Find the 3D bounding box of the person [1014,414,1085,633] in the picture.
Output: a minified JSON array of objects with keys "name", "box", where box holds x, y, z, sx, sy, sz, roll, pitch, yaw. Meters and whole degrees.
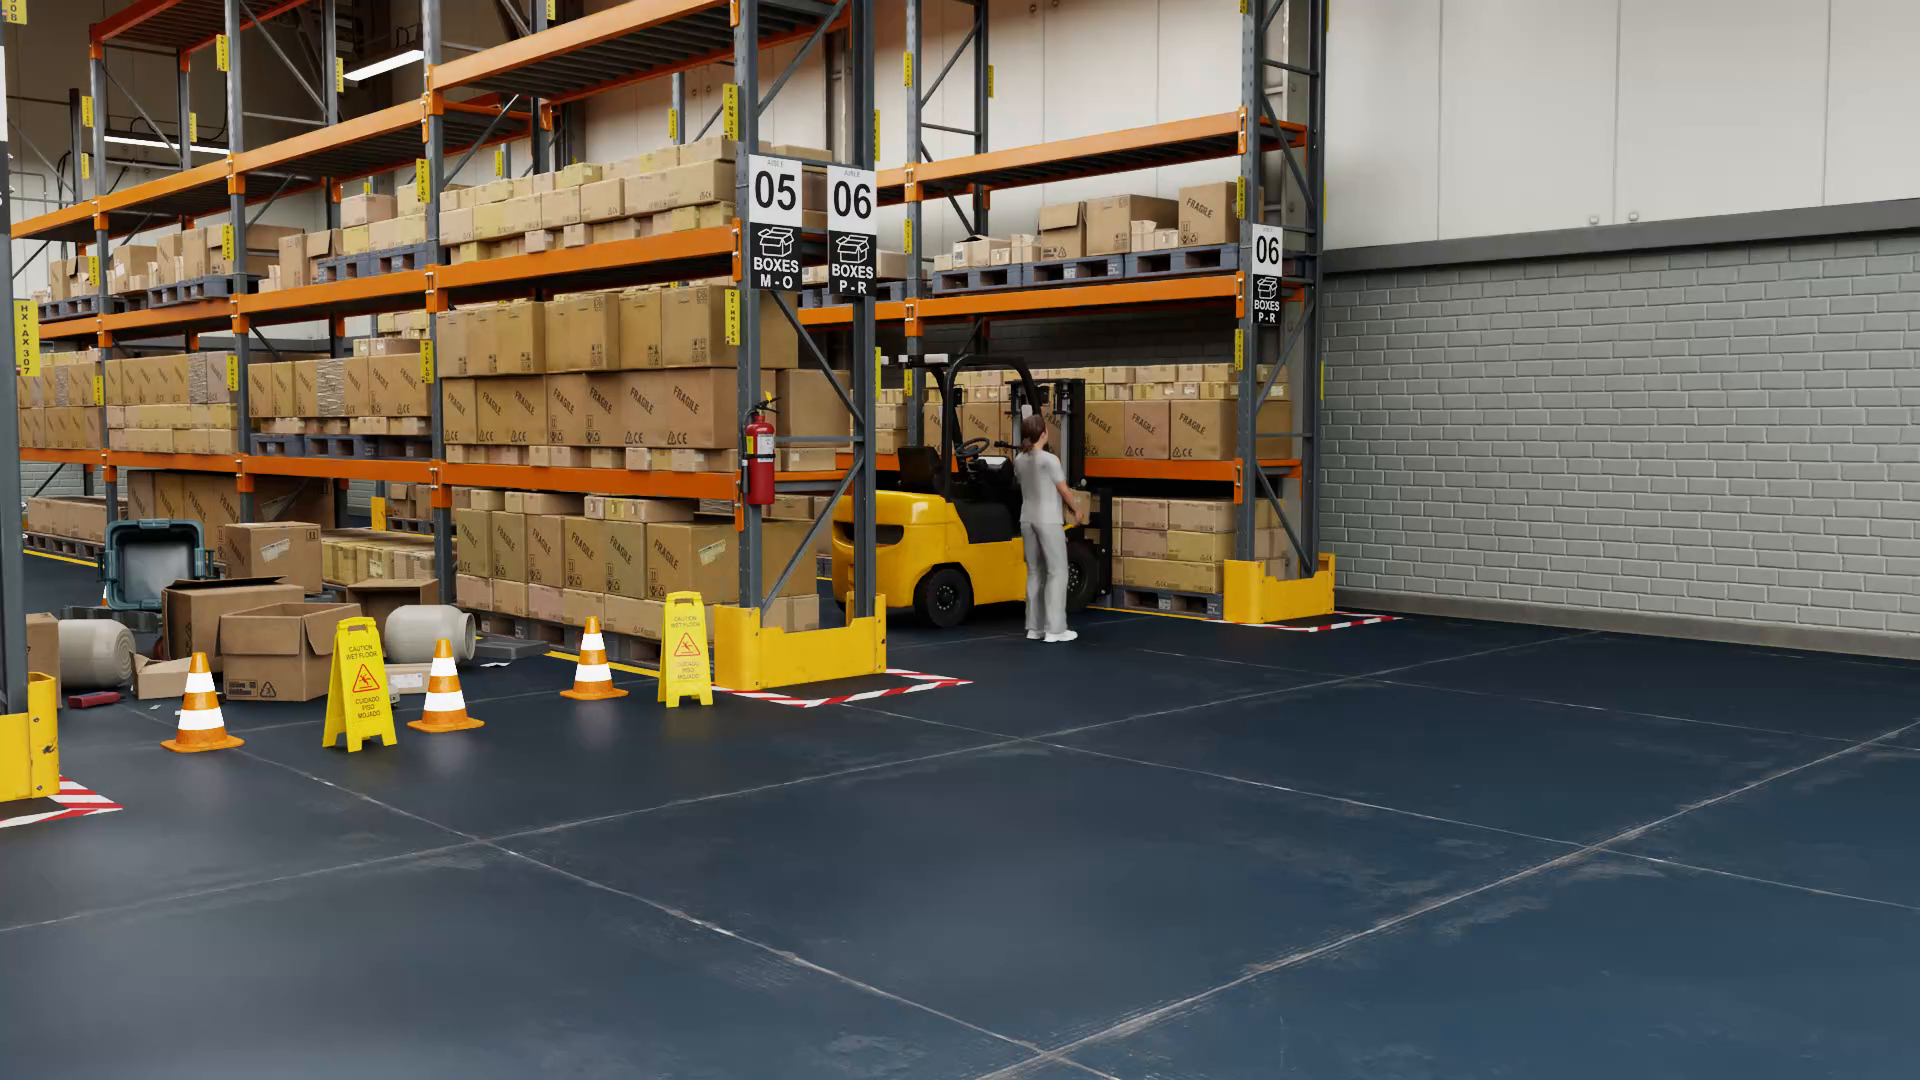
[{"name":"person","box":[0.645,-0.129,12.341,0.544,1.602,0.445,-4,6,-44]}]
